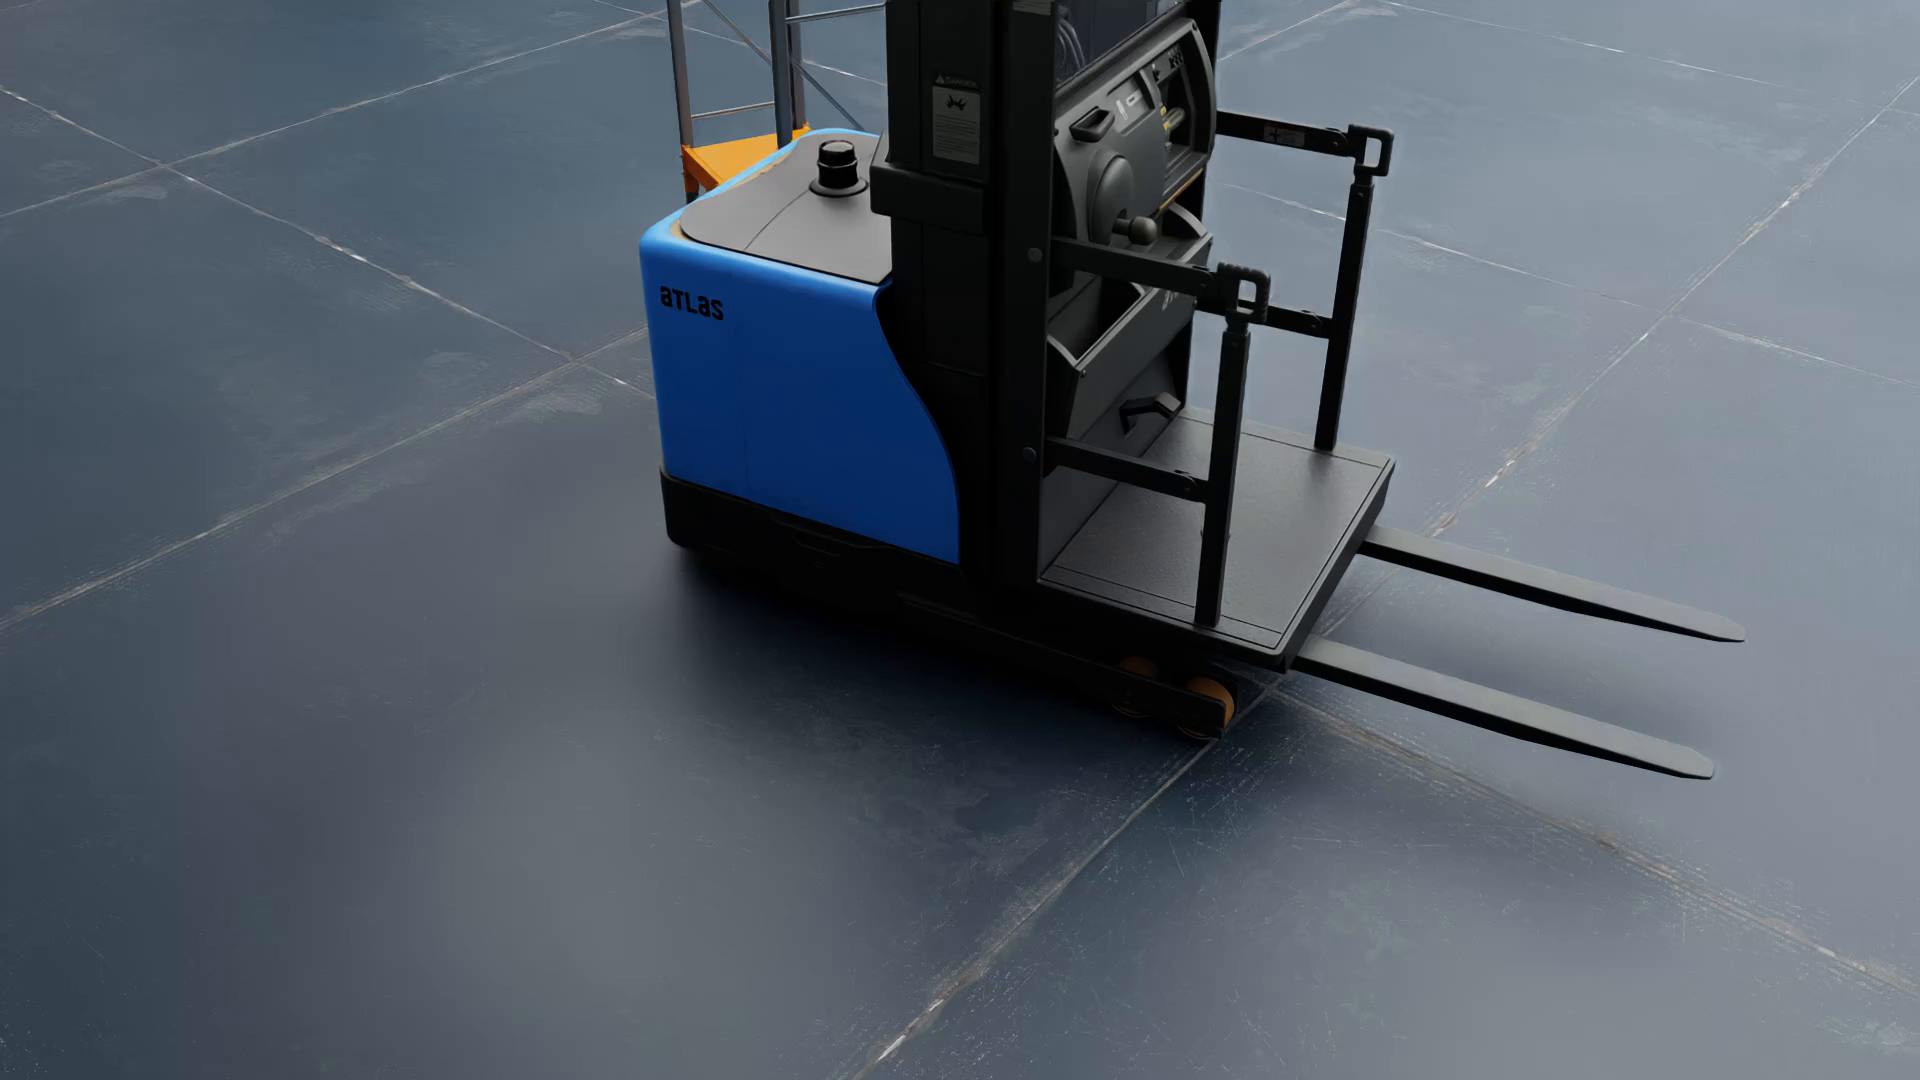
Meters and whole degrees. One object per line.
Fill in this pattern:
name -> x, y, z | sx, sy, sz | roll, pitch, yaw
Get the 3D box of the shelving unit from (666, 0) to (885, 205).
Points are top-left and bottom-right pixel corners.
shelving unit -> -0.593, -1.373, 5.923 | 0.587, 1.500, 1.083 | -16, 38, -22

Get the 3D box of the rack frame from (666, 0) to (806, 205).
rack frame -> -0.822, -1.625, 6.288 | 0.500, 1.500, 0.032 | -16, 38, -22

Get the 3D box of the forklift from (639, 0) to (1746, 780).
forklift -> 0.636, -1.017, 4.142 | 3.031, 2.935, 1.130 | 17, 38, 23

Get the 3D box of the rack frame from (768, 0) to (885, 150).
rack frame -> -0.356, -1.112, 5.545 | 0.500, 1.500, 0.032 | -16, 38, -22

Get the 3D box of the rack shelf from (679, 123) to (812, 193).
rack shelf -> -0.589, -1.220, 6.018 | 0.538, 0.185, 1.000 | -16, 38, -22
